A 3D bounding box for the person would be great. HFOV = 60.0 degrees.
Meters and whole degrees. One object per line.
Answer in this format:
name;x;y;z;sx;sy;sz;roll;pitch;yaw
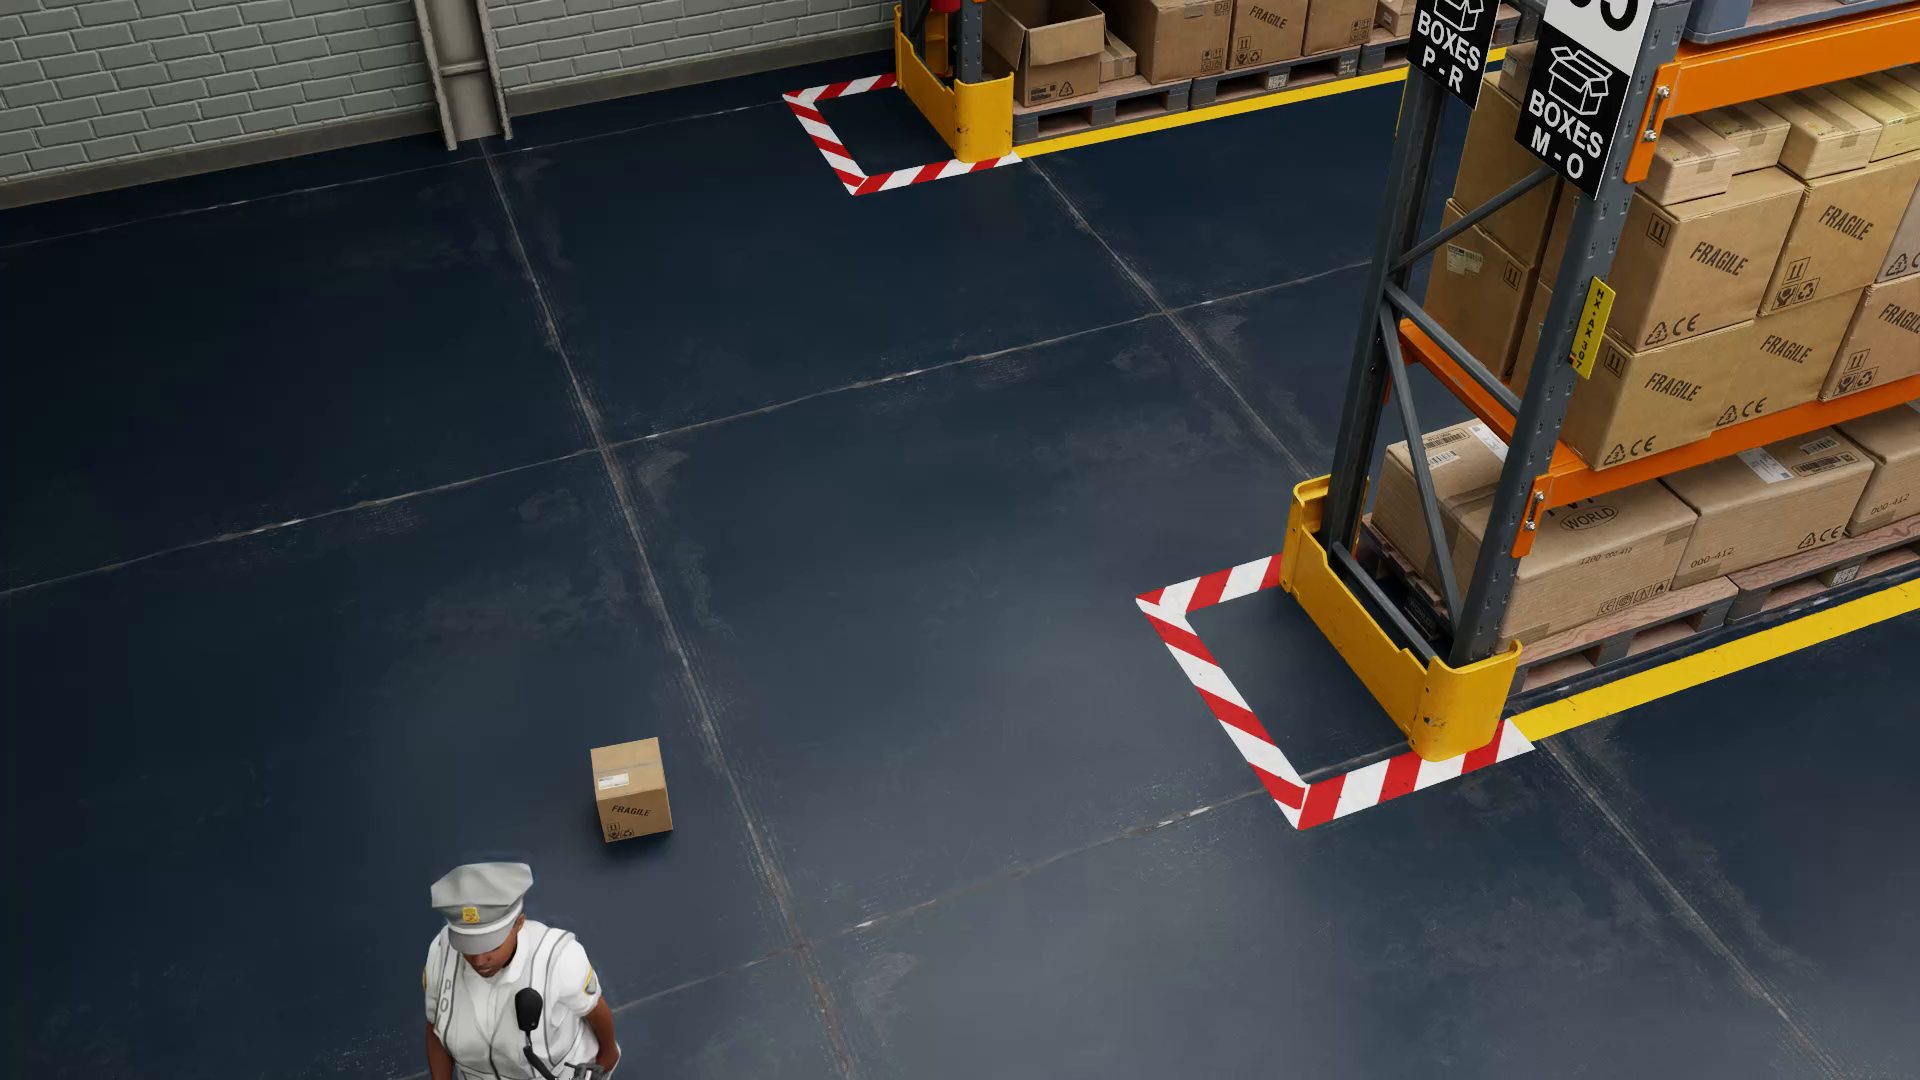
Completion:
person;-1.186;1.438;4.534;0.447;1.635;1.025;8;43;9
